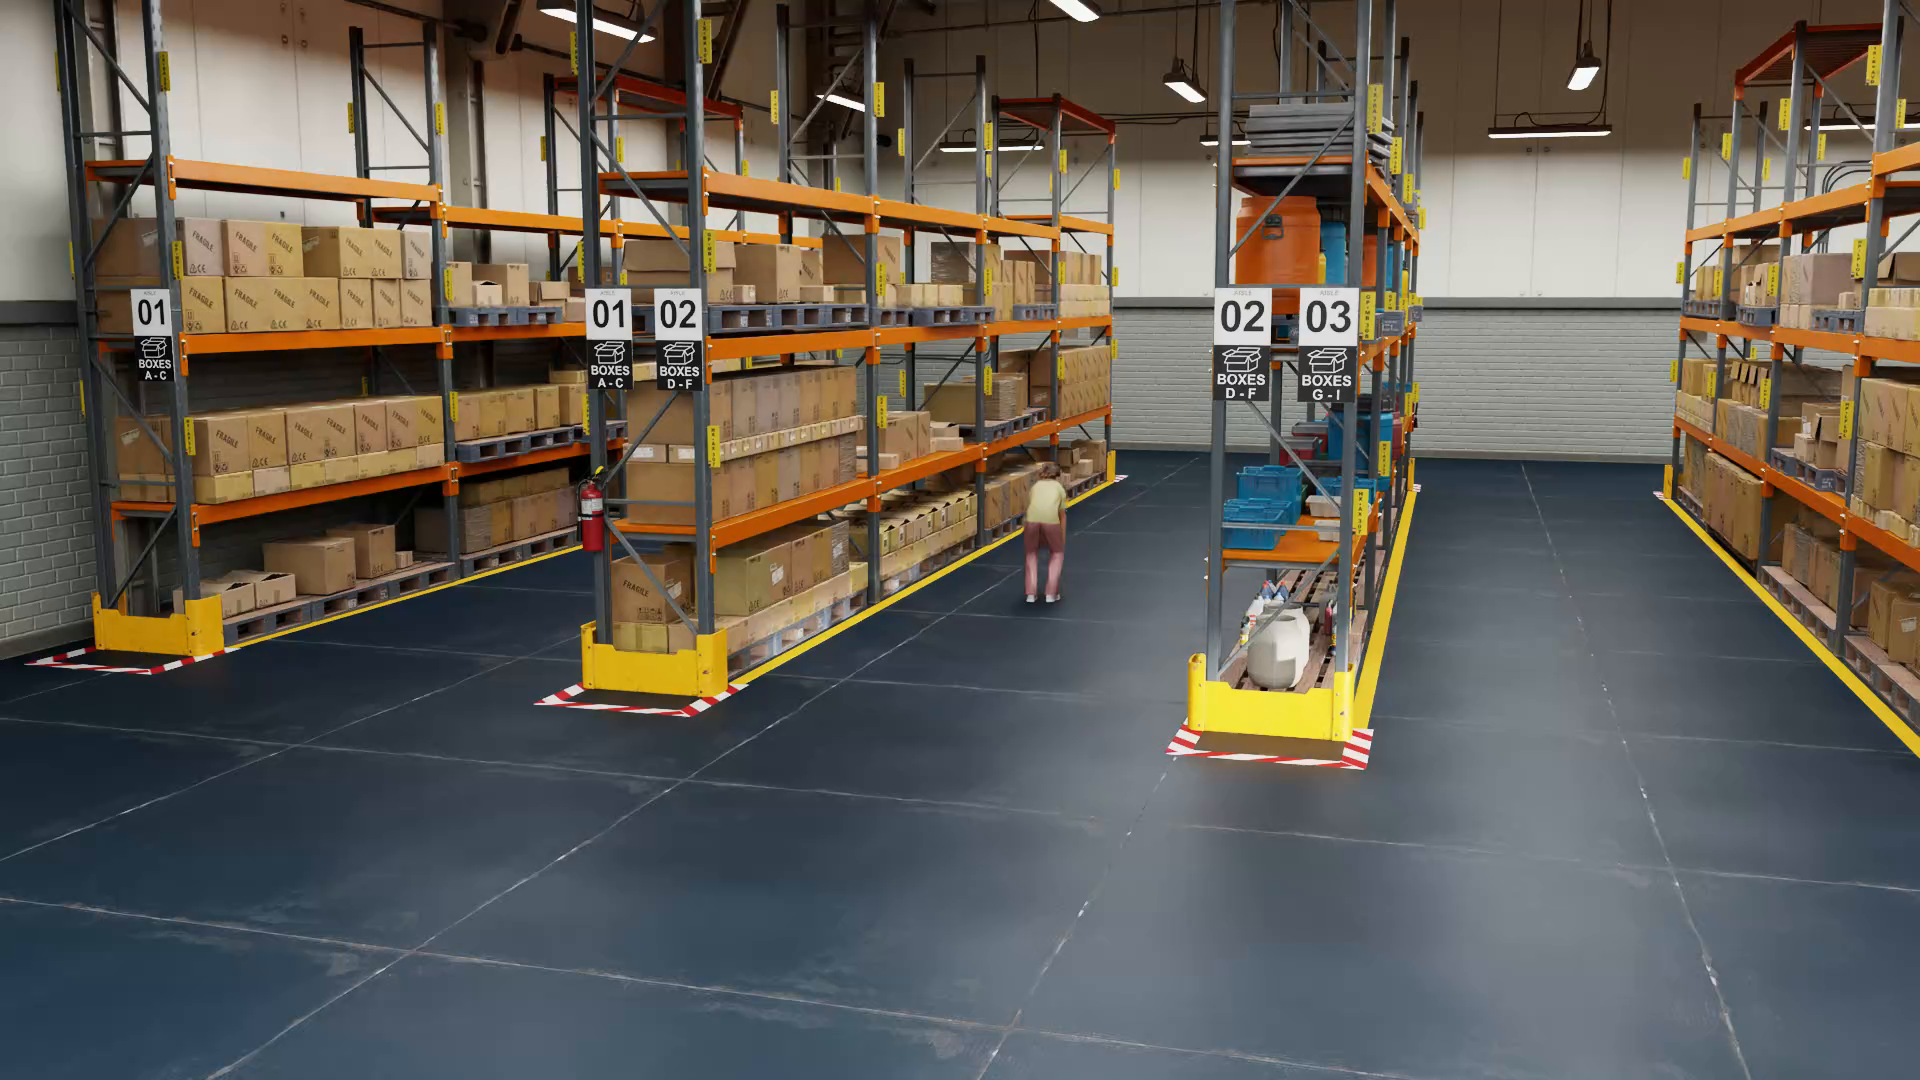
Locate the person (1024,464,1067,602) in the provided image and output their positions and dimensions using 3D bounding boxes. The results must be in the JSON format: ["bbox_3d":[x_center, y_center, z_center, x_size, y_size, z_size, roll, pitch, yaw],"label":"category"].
[{"bbox_3d":[0.898,-0.074,17.324,0.407,1.394,0.760,2,9,15],"label":"person"}]
